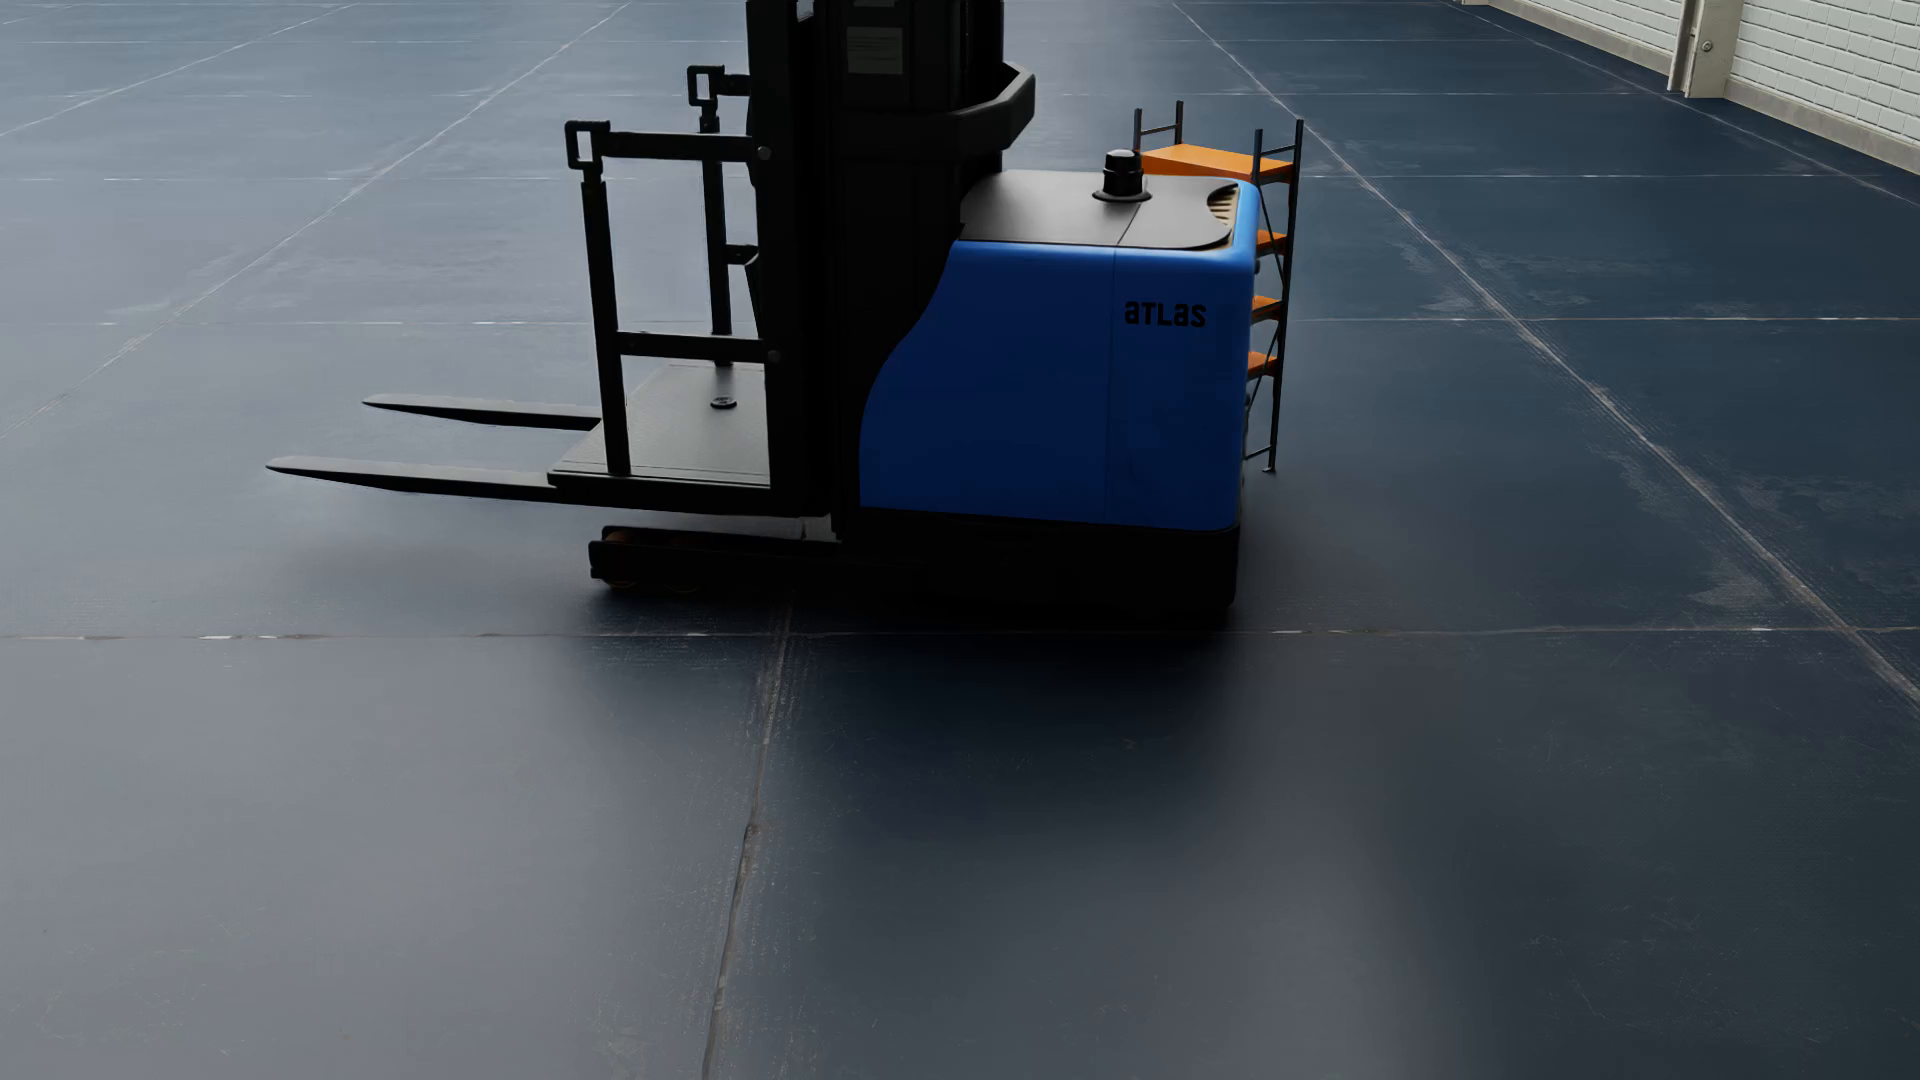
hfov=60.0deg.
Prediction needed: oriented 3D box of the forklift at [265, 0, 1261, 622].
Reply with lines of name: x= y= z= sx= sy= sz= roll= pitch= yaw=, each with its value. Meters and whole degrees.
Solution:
forklift: x=-0.636 y=-1.387 z=4.760 sx=3.031 sy=2.935 sz=1.130 roll=4 pitch=25 yaw=9

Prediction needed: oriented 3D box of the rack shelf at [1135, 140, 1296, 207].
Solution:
rack shelf: x=0.836 y=-1.193 z=5.479 sx=0.258 sy=0.148 sz=0.480 roll=-22 pitch=32 yaw=-40

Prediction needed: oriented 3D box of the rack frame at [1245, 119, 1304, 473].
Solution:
rack frame: x=1.007 y=-0.763 z=5.482 sx=0.240 sy=1.200 sz=0.015 roll=-22 pitch=32 yaw=-40

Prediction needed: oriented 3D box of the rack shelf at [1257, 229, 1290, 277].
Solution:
rack shelf: x=0.836 y=-0.978 z=5.577 sx=0.258 sy=0.148 sz=0.480 roll=-22 pitch=32 yaw=-40

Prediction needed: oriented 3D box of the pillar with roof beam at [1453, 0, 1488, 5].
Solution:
pillar with roof beam: x=1.357 y=-10.026 z=16.498 sx=9.100 sy=9.000 sz=0.400 roll=0 pitch=24 yaw=-1

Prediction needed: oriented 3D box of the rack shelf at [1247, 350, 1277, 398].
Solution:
rack shelf: x=0.836 y=-0.593 z=5.751 sx=0.258 sy=0.148 sz=0.480 roll=-22 pitch=32 yaw=-40

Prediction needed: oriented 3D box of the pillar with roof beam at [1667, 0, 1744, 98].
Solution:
pillar with roof beam: x=1.422 y=-7.554 z=11.032 sx=9.100 sy=9.000 sz=0.400 roll=0 pitch=24 yaw=-1

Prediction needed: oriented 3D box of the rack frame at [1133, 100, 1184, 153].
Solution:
rack frame: x=0.666 y=-0.907 z=5.800 sx=0.240 sy=1.200 sz=0.015 roll=-22 pitch=32 yaw=-40

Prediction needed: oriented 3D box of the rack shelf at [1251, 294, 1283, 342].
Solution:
rack shelf: x=0.836 y=-0.774 z=5.669 sx=0.258 sy=0.148 sz=0.480 roll=-22 pitch=32 yaw=-40

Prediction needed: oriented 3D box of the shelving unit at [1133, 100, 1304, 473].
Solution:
shelving unit: x=0.836 y=-0.835 z=5.641 sx=0.258 sy=1.200 sz=0.503 roll=-22 pitch=32 yaw=-40
